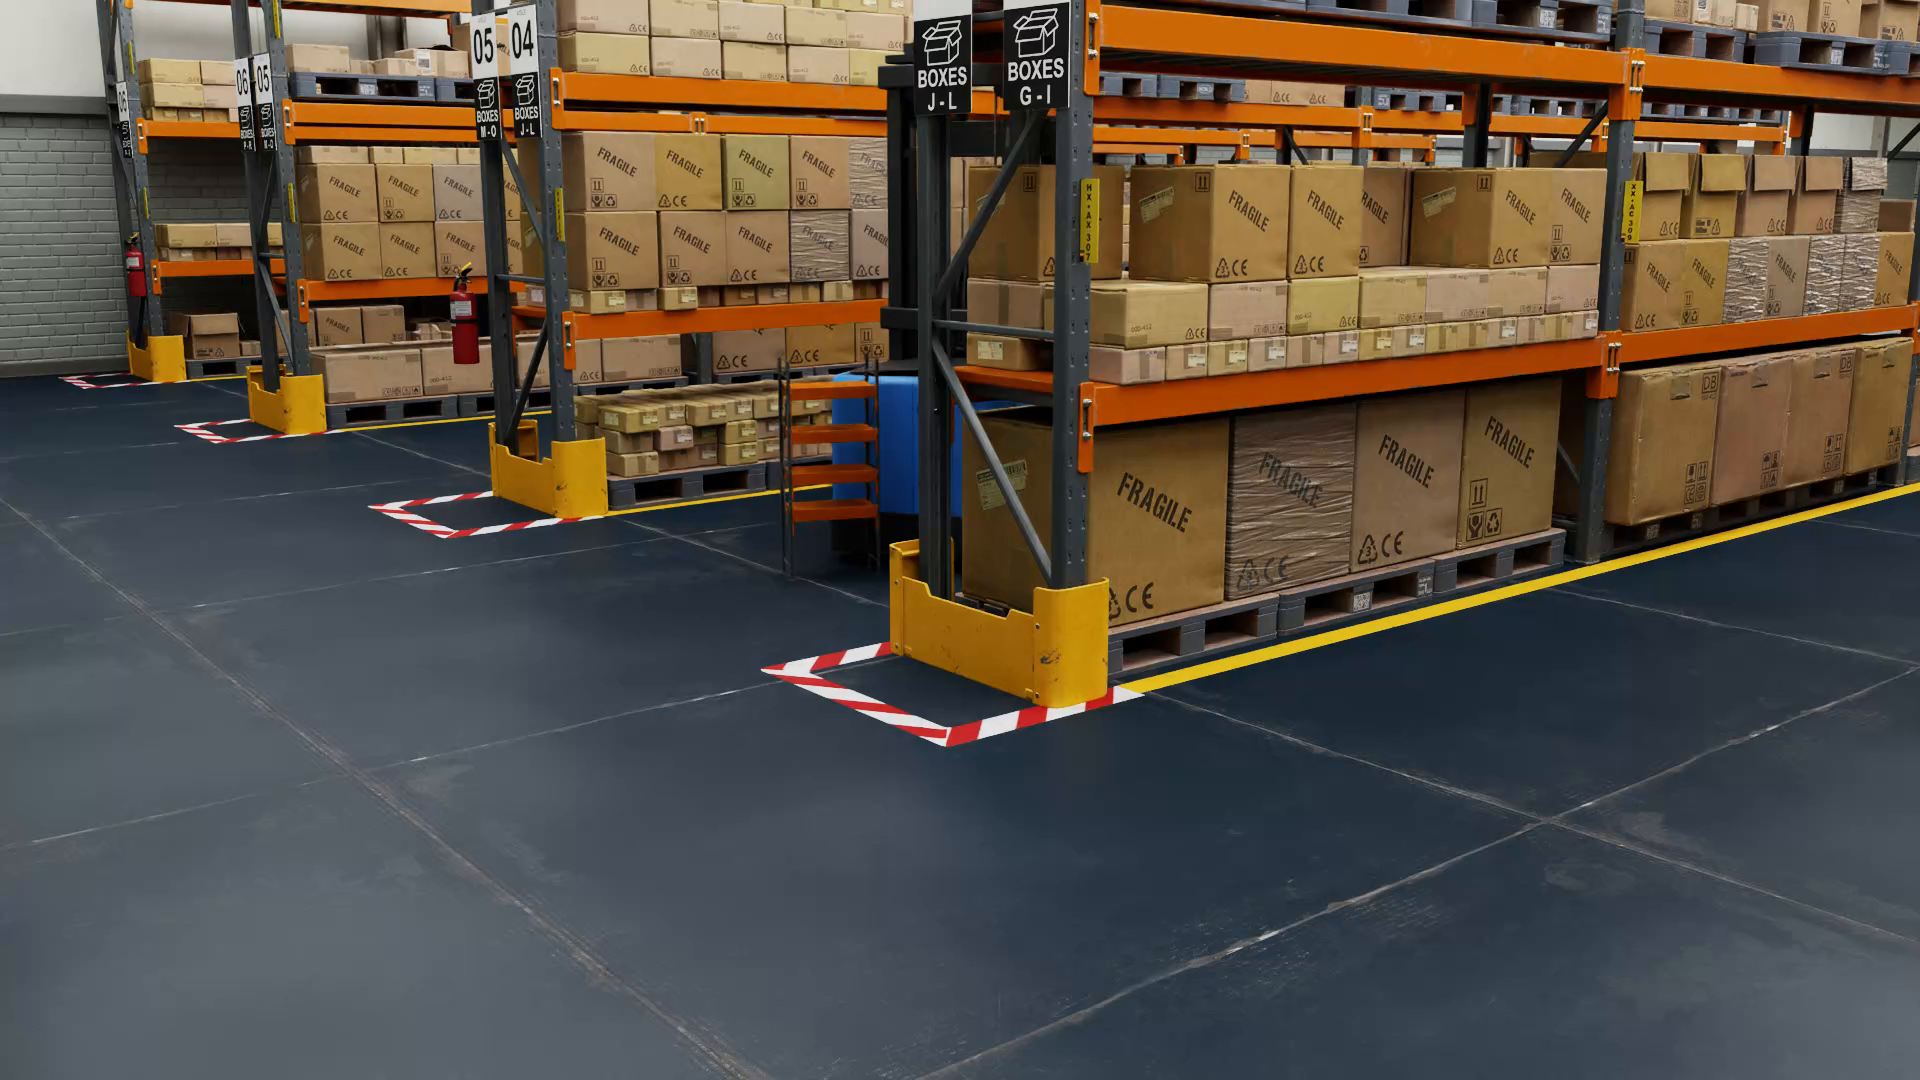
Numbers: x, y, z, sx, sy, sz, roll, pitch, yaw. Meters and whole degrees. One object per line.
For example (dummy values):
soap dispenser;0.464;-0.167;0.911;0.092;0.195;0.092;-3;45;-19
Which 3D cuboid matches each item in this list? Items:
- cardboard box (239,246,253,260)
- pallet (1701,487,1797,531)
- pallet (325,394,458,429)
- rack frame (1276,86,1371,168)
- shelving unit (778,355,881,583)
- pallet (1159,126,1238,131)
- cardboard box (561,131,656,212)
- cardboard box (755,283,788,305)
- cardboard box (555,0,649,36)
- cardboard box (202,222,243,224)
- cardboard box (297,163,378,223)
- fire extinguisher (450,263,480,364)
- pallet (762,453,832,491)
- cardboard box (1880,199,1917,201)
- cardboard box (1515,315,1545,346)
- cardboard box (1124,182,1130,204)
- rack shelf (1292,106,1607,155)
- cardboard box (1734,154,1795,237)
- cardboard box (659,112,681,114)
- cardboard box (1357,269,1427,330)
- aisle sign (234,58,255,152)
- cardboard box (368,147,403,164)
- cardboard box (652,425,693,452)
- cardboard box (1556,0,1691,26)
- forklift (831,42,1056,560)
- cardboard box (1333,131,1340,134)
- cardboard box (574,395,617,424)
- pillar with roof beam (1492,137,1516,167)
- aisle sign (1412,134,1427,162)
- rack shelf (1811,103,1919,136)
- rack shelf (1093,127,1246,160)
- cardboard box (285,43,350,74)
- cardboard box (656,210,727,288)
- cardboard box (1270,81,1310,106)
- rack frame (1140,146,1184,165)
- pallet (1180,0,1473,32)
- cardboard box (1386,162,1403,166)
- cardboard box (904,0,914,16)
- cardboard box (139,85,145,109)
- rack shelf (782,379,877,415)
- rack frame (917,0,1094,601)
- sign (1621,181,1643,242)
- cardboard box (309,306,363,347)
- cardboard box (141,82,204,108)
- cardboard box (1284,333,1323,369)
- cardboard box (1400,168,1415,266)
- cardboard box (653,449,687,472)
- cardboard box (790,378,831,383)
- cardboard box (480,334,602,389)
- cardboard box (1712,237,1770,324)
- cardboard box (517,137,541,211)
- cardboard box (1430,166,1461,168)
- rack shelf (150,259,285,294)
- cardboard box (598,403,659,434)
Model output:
cardboard box;-8.109;-3.277;18.945;0.250;0.149;0.380;-9;15;-36
pallet;4.801;-0.313;11.096;1.213;0.211;1.003;-9;15;-38
pallet;-5.447;-1.247;15.491;1.213;0.211;1.003;-9;15;-38
rack frame;3.396;-2.742;15.823;0.127;3.000;1.000;-9;15;-38
shelving unit;-0.713;-0.394;9.097;0.503;1.200;0.258;-4;13;-17
pallet;2.799;-5.364;21.398;1.003;0.211;1.213;-9;15;-38
cardboard box;-2.335;-2.403;10.860;0.500;0.500;0.500;-10;15;-38
cardboard box;-1.423;-1.751;11.758;0.250;0.149;0.380;-10;15;-39
cardboard box;-2.338;-3.359;10.662;0.500;0.250;0.500;-9;15;-37
cardboard box;-8.529;-3.540;19.225;0.500;0.250;0.500;-9;15;-37
cardboard box;-5.470;-3.048;14.615;0.500;0.500;0.500;-10;15;-39
fire extinguisher;-3.336;-1.526;11.179;0.183;0.674;0.296;-9;15;-38
pallet;-1.183;-0.607;12.481;1.213;0.211;1.003;-9;15;-38
cardboard box;7.186;-2.344;12.696;0.500;0.500;0.700;-7;14;-29
cardboard box;2.857;-1.124;8.803;0.250;0.149;0.380;-10;15;-39
cardboard box;1.929;-4.155;20.508;0.500;0.500;0.500;-10;16;-40
rack shelf;4.958;-4.117;16.808;4.000;0.370;1.077;-9;15;-38
cardboard box;4.804;-2.200;10.612;0.637;0.503;0.797;-9;15;-36
cardboard box;-3.911;-5.494;21.922;0.500;0.250;0.500;-9;15;-38
cardboard box;1.913;-1.179;8.105;0.500;0.250;0.500;-10;15;-39
aisle sign;-6.272;-3.807;14.576;0.004;0.787;0.394;-9;15;-38
cardboard box;-5.137;-3.411;14.763;0.250;0.149;0.380;-9;15;-36
cardboard box;-2.032;-0.714;11.404;0.250;0.149;0.380;-10;15;-38
cardboard box;3.739;-3.204;9.524;0.500;0.500;0.700;-9;15;-36
forklift;0.172;-1.571;10.472;1.130;2.935;3.031;4;13;16
cardboard box;4.951;-5.597;22.647;0.250;0.149;0.380;-9;15;-37
cardboard box;-2.596;-0.916;11.642;0.250;0.149;0.380;-9;15;-37
pillar with roof beam;14.321;-9.224;31.904;0.400;9.000;9.100;-9;15;-38
aisle sign;6.701;-5.803;23.977;0.004;0.787;0.394;-9;15;-38
rack shelf;7.977;-3.300;12.958;4.000;0.370;1.077;-9;15;-38
rack shelf;1.786;-4.907;20.527;4.000;0.370;1.077;-9;15;-38
cardboard box;-5.727;-4.215;14.647;0.500;0.250;0.500;-11;16;-43
cardboard box;-1.926;-1.986;11.303;0.500;0.500;0.500;-9;15;-38
cardboard box;2.726;-4.076;14.642;0.500;0.500;0.500;-9;15;-38
rack frame;3.368;-5.375;28.220;0.127;3.000;1.000;-9;15;-38
pallet;1.695;-2.568;7.992;1.213;0.211;1.003;-9;15;-38
cardboard box;5.809;-5.088;23.503;0.500;0.500;0.700;-9;15;-37
cardboard box;-0.444;-3.883;12.168;0.250;0.149;0.380;-9;15;-36
cardboard box;-8.949;-4.940;18.595;0.500;0.250;0.500;-10;15;-39
rack shelf;-0.713;-0.779;9.015;0.480;0.148;0.258;-4;13;-17
rack frame;0.169;-0.887;7.084;0.127;3.000;1.000;-9;15;-38
sign;3.640;-1.778;9.007;0.005;0.325;0.100;-9;15;-38
cardboard box;-7.422;-2.502;19.699;0.500;0.500;0.500;-9;15;-37
cardboard box;-8.609;-4.851;18.178;0.500;0.250;0.500;-10;15;-38
cardboard box;1.453;-0.890;7.704;0.250;0.149;0.380;-10;15;-39
cardboard box;2.369;-1.762;9.042;0.500;0.500;0.500;-9;15;-38
cardboard box;-2.089;-0.579;11.485;0.250;0.149;0.380;-10;15;-38
cardboard box;-1.145;-1.141;12.702;0.250;0.149;0.380;-10;16;-40
cardboard box;-4.155;-1.785;16.471;0.875;0.438;0.875;-10;16;-39
cardboard box;4.590;-1.604;10.221;0.500;0.500;0.500;-10;15;-39
cardboard box;-2.649;-2.488;11.258;0.500;0.500;0.500;-10;15;-39
cardboard box;4.546;-3.470;16.600;0.500;0.500;0.700;-10;15;-39
rack shelf;-7.564;-3.206;19.739;4.000;0.370;1.077;-9;15;-38
cardboard box;-2.230;-0.819;11.185;0.250;0.149;0.380;-10;16;-40
